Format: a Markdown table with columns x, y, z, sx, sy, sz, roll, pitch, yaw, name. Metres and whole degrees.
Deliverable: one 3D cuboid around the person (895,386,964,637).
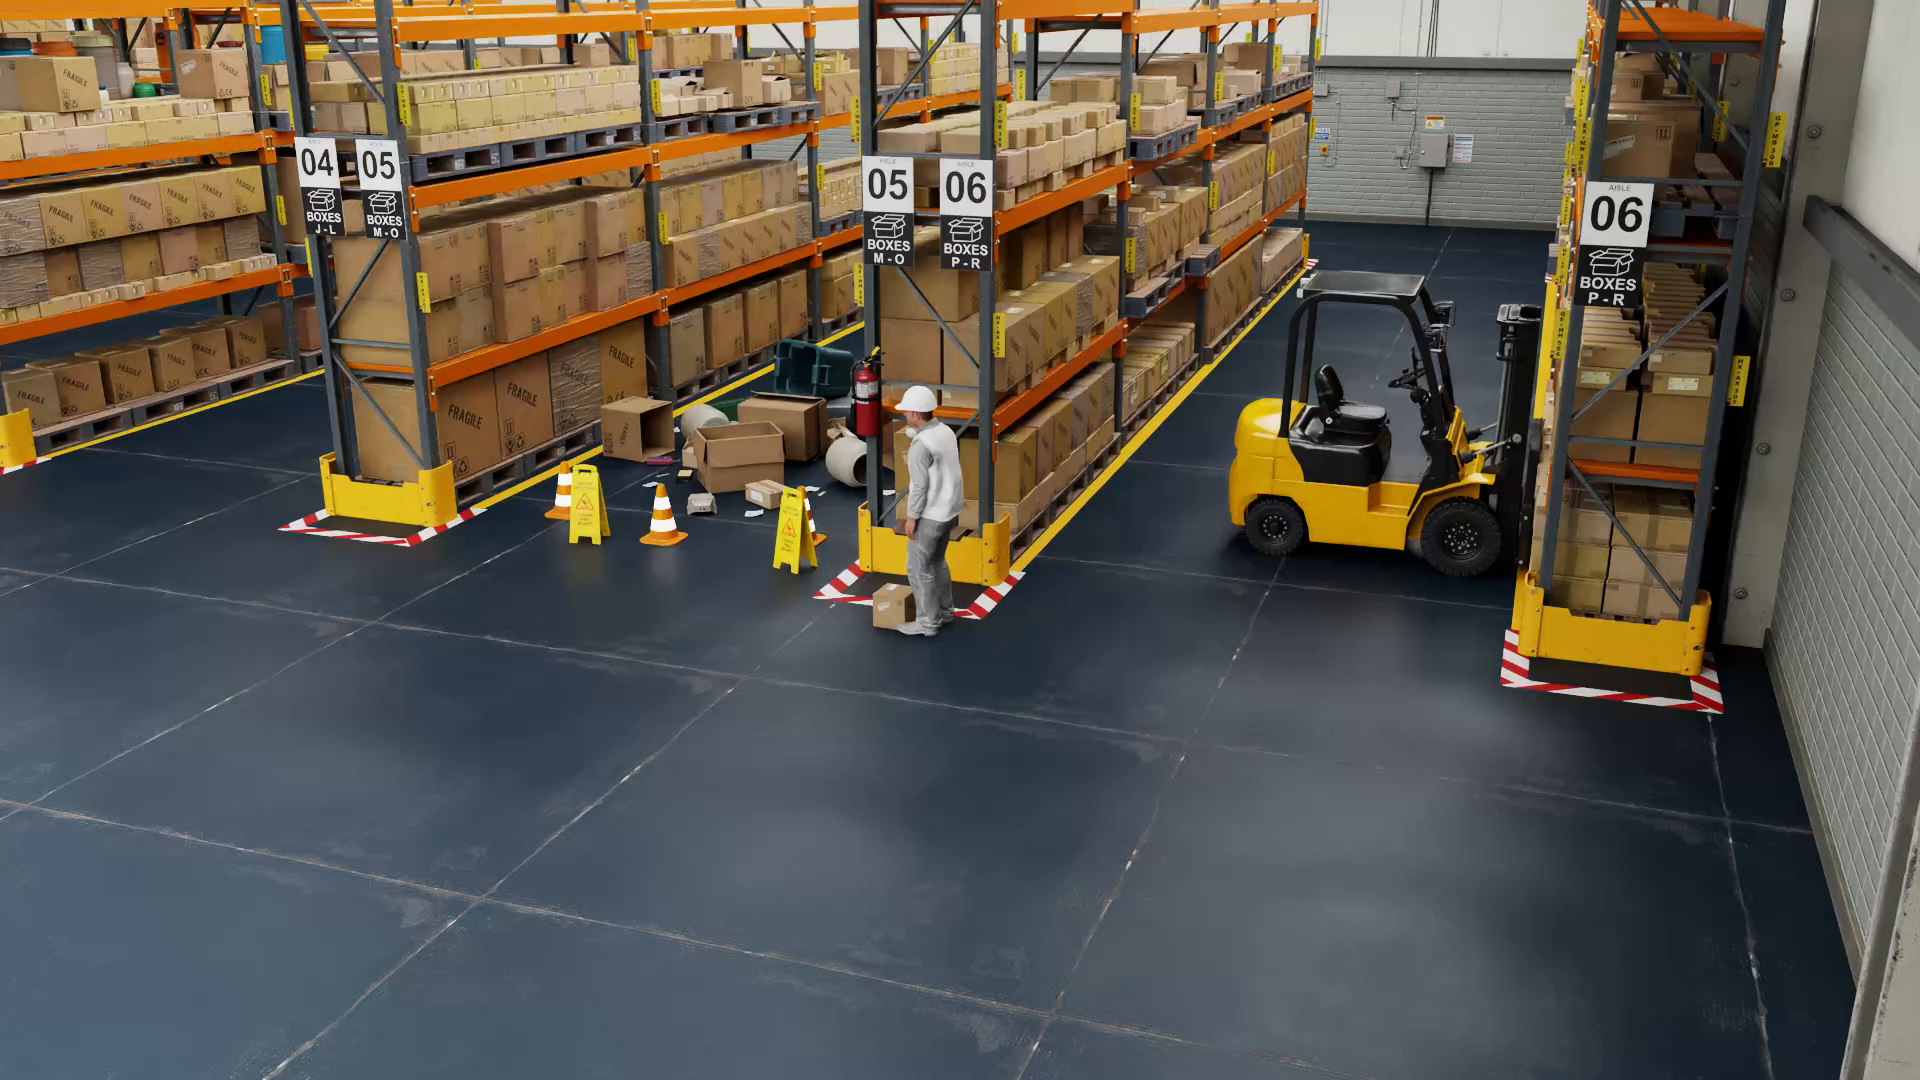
| x | y | z | sx | sy | sz | roll | pitch | yaw | name |
| --- | --- | --- | --- | --- | --- | --- | --- | --- | --- |
| -0.216 | -0.210 | 11.647 | 0.463 | 1.770 | 0.578 | 8 | 20 | 22 | person |
